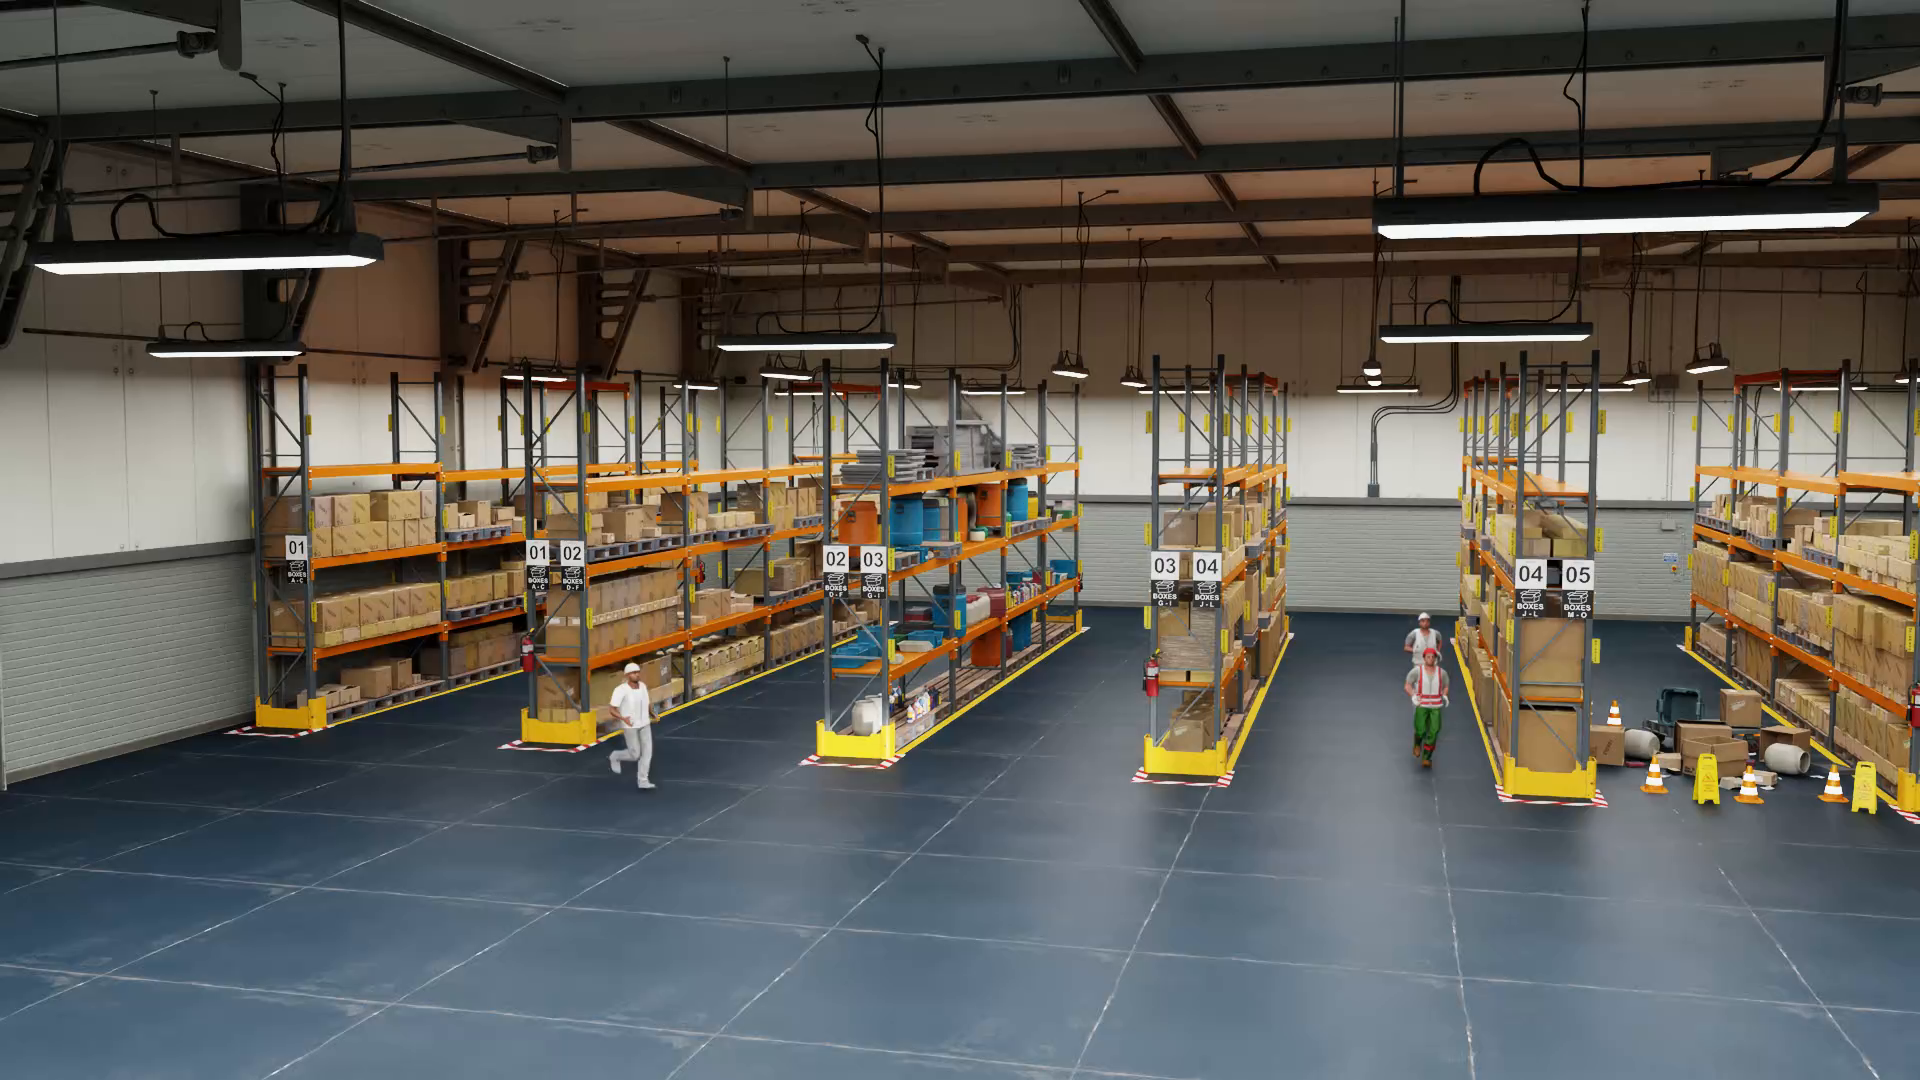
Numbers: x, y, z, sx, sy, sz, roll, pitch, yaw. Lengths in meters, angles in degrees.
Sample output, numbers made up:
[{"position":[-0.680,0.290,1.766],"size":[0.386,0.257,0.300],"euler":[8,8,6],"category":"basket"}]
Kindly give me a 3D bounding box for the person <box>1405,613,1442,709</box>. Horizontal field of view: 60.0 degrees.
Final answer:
[{"position":[7.886,2.132,28.261],"size":[0.654,1.792,0.976],"euler":[1,4,8],"category":"person"}]

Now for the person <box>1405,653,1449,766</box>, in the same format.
[{"position":[6.879,2.468,24.458],"size":[0.635,1.692,0.587],"euler":[0,4,4],"category":"person"}]

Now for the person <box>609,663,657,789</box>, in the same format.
[{"position":[-4.487,2.567,23.007],"size":[0.839,1.737,0.711],"euler":[4,5,42],"category":"person"}]
